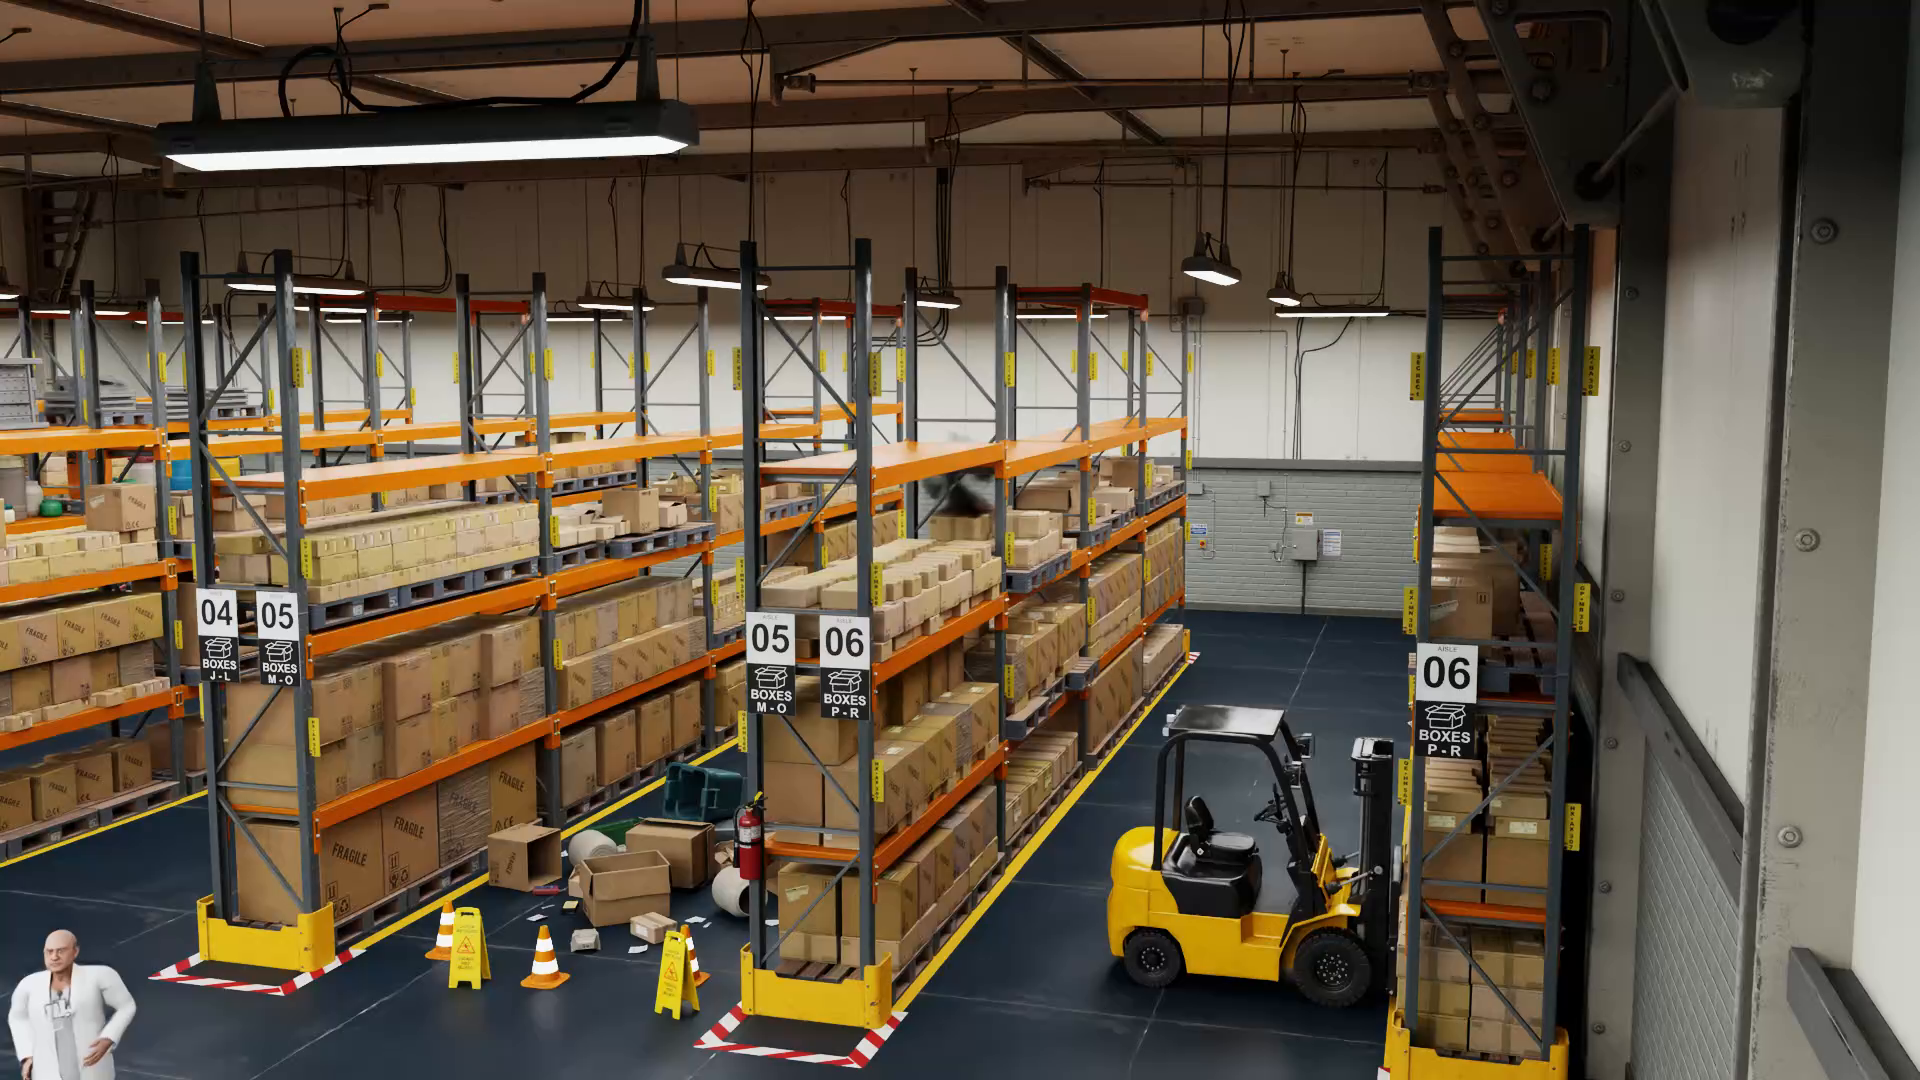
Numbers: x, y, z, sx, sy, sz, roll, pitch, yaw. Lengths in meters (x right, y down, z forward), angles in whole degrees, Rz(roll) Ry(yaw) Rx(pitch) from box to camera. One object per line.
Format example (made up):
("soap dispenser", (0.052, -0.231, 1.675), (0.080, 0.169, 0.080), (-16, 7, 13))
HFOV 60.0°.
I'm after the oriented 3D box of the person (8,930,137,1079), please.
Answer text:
("person", (-5.317, 3.191, 9.984), (0.704, 1.773, 0.843), (-2, 7, -21))
